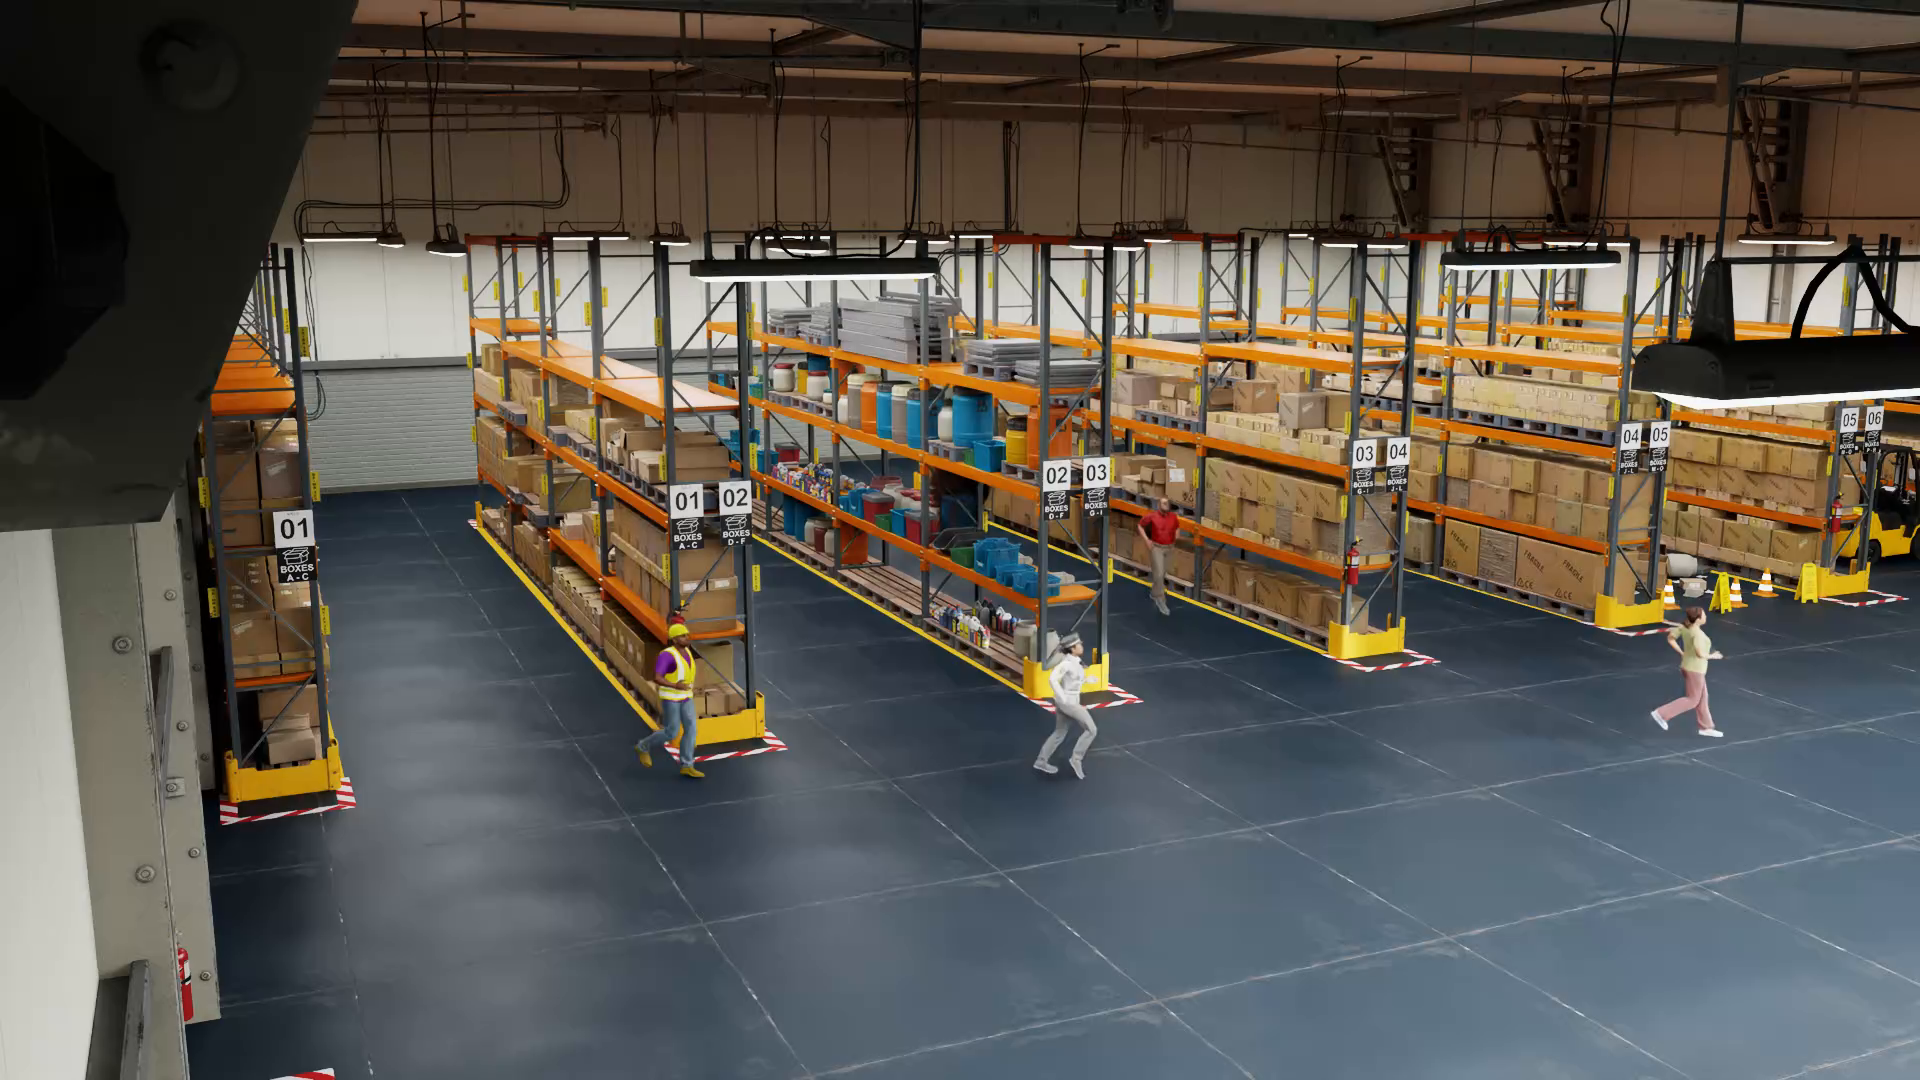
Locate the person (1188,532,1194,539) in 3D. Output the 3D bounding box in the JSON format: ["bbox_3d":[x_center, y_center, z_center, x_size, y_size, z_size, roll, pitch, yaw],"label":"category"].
[{"bbox_3d":[4.636,-0.664,31.955,0.640,1.760,0.645,-6,12,-28],"label":"person"}]

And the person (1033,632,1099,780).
[{"bbox_3d":[1.226,1.893,19.020,0.724,1.698,0.597,0,11,-1],"label":"person"}]

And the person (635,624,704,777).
[{"bbox_3d":[-3.292,1.824,19.161,0.862,1.758,0.708,5,12,25],"label":"person"}]

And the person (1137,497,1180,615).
[{"bbox_3d":[3.158,0.216,26.035,0.662,1.800,0.709,-6,12,-28],"label":"person"}]

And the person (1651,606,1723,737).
[{"bbox_3d":[8.957,1.633,20.374,0.935,1.634,0.578,0,11,-1],"label":"person"}]
